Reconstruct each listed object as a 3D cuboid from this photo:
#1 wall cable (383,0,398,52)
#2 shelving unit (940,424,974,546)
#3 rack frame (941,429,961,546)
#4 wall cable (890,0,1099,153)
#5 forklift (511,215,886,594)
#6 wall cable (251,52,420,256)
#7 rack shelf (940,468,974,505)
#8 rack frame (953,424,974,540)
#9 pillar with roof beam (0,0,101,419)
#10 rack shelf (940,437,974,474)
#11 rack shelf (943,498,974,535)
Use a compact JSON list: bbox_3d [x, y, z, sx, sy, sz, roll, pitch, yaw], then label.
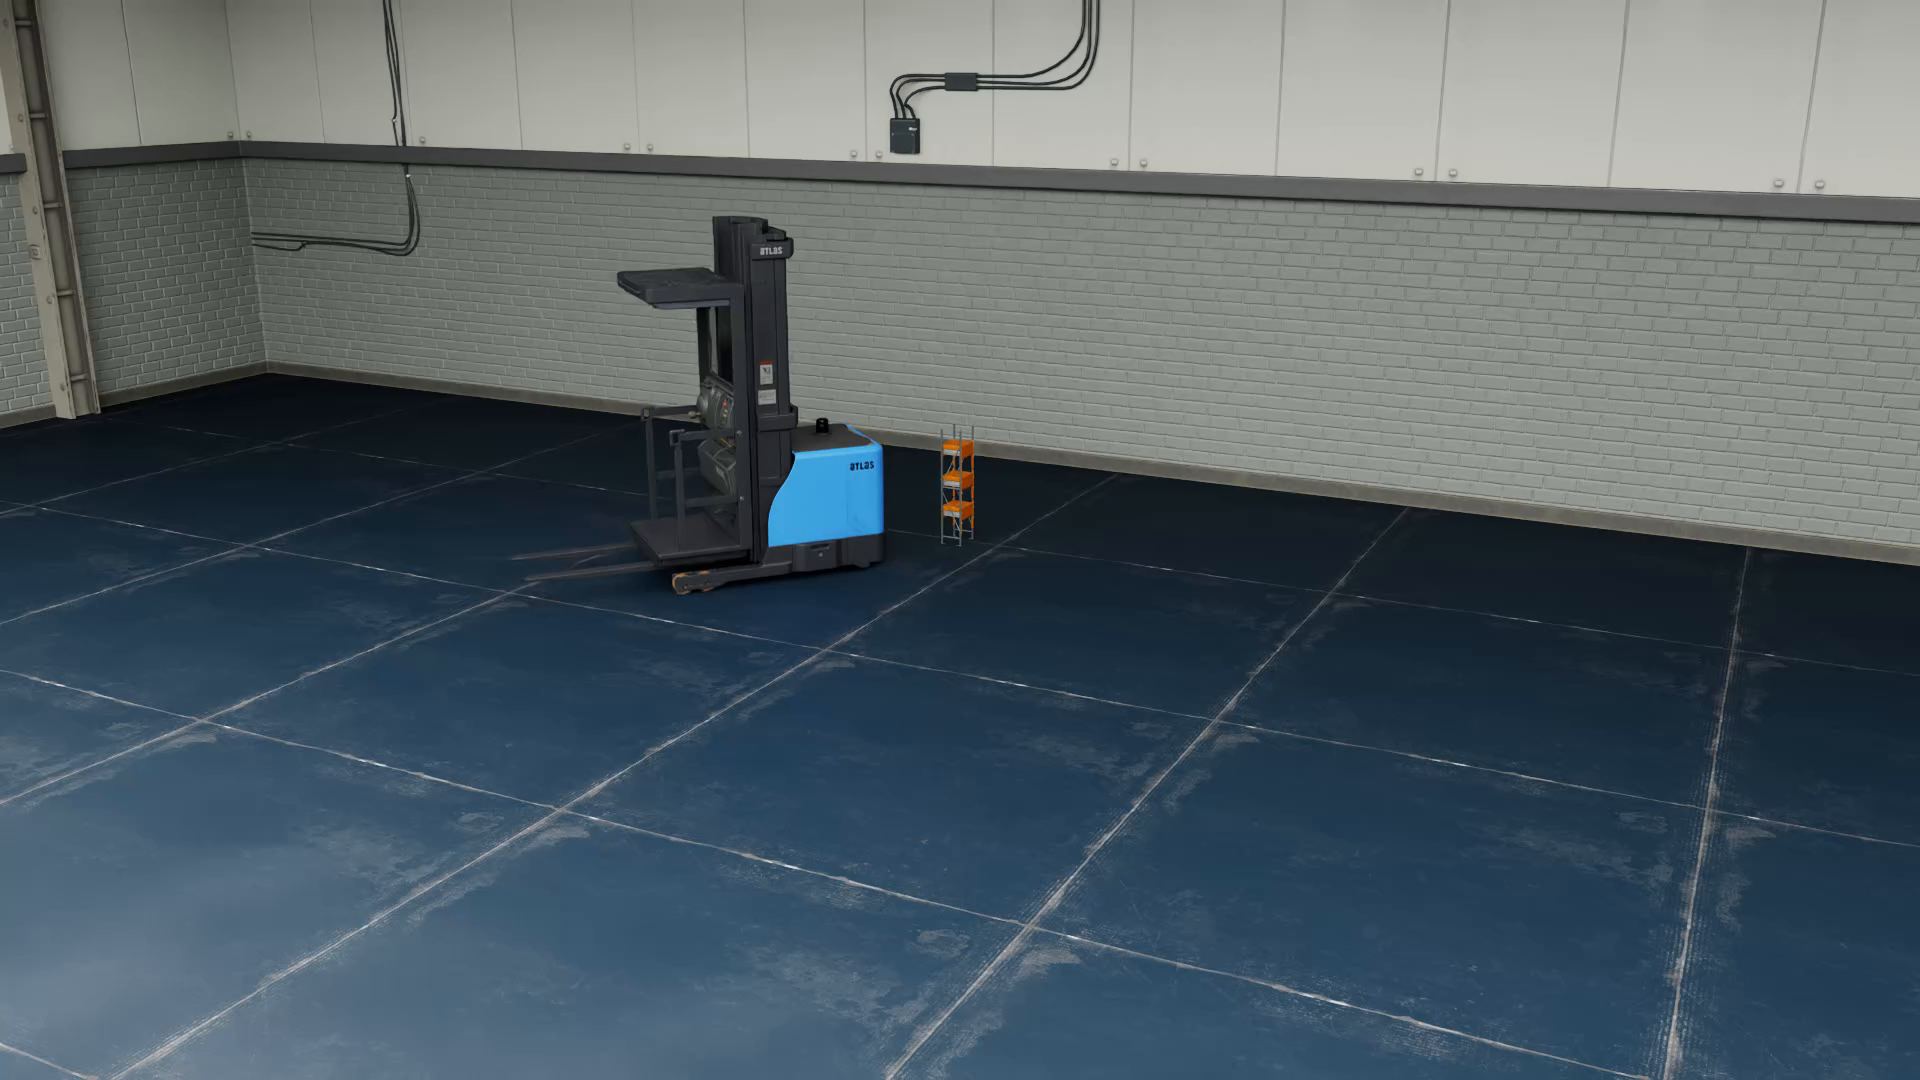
[{"bbox_3d":[-5.758,-7.003,19.382,3.097,2.526,0.112,8,18,25],"label":"wall cable"},{"bbox_3d":[-0.024,-0.490,14.829,0.215,1.050,0.252,8,18,25],"label":"shelving unit"},{"bbox_3d":[-0.078,-0.459,14.724,0.200,1.050,0.008,8,18,25],"label":"rack frame"},{"bbox_3d":[0.308,-6.834,16.254,2.305,6.003,0.169,8,18,25],"label":"wall cable"},{"bbox_3d":[-2.199,-1.133,13.691,3.031,2.935,1.130,-7,18,-22],"label":"forklift"},{"bbox_3d":[-8.178,-4.927,21.260,3.097,2.526,0.112,8,18,25],"label":"wall cable"},{"bbox_3d":[-0.024,-0.479,14.832,0.215,0.259,0.240,8,18,25],"label":"rack shelf"},{"bbox_3d":[0.031,-0.521,14.934,0.200,1.050,0.008,8,18,25],"label":"rack frame"},{"bbox_3d":[-6.826,-5.285,17.014,9.100,9.000,0.400,8,18,25],"label":"pillar with roof beam"},{"bbox_3d":[-0.024,-0.752,14.751,0.215,0.259,0.240,8,18,25],"label":"rack shelf"},{"bbox_3d":[-0.024,-0.213,14.911,0.215,0.259,0.240,8,18,25],"label":"rack shelf"}]
